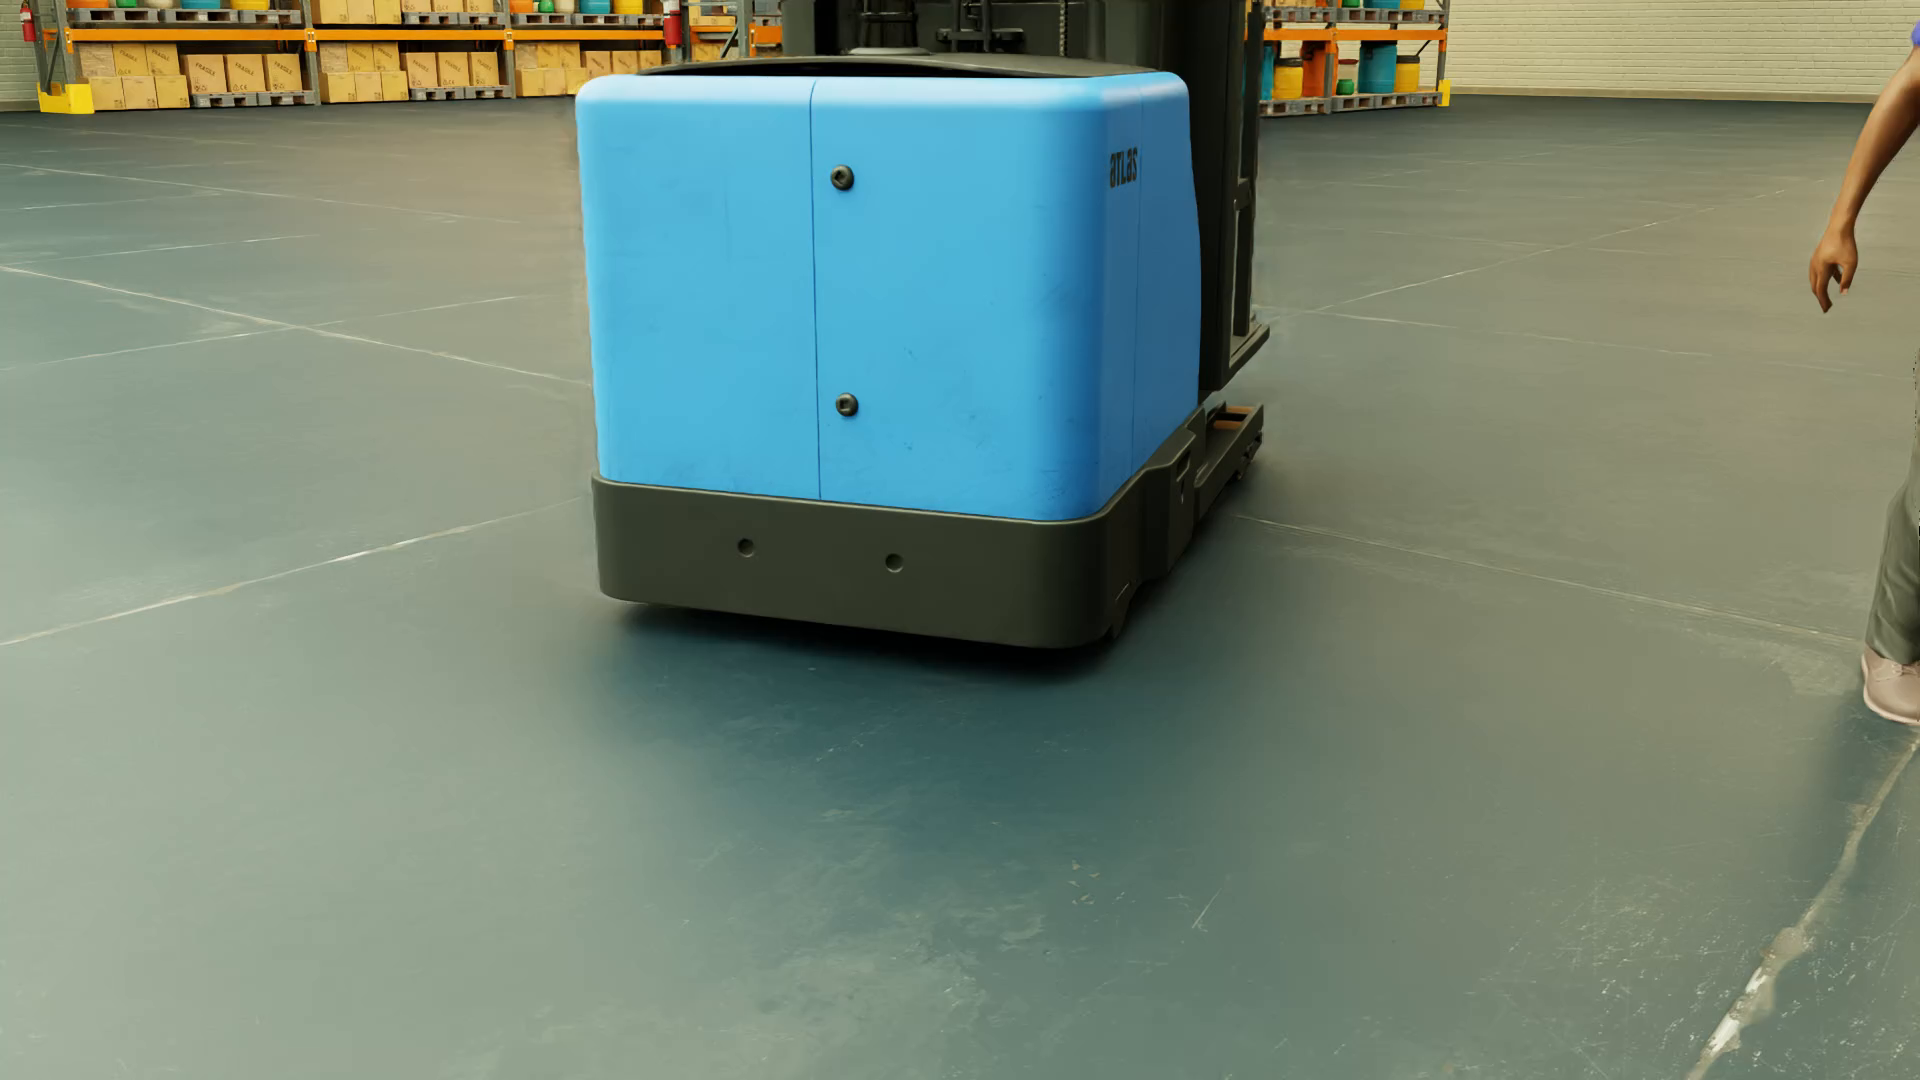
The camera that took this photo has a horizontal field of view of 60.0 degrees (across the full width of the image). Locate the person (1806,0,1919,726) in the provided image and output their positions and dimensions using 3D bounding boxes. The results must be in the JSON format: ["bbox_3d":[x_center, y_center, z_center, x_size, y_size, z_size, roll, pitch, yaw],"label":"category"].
[{"bbox_3d":[1.834,-0.468,2.710,0.788,1.627,0.377,3,17,11],"label":"person"}]

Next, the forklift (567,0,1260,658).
[{"bbox_3d":[0.189,-1.578,4.095,1.130,2.935,3.031,5,18,17],"label":"forklift"}]
